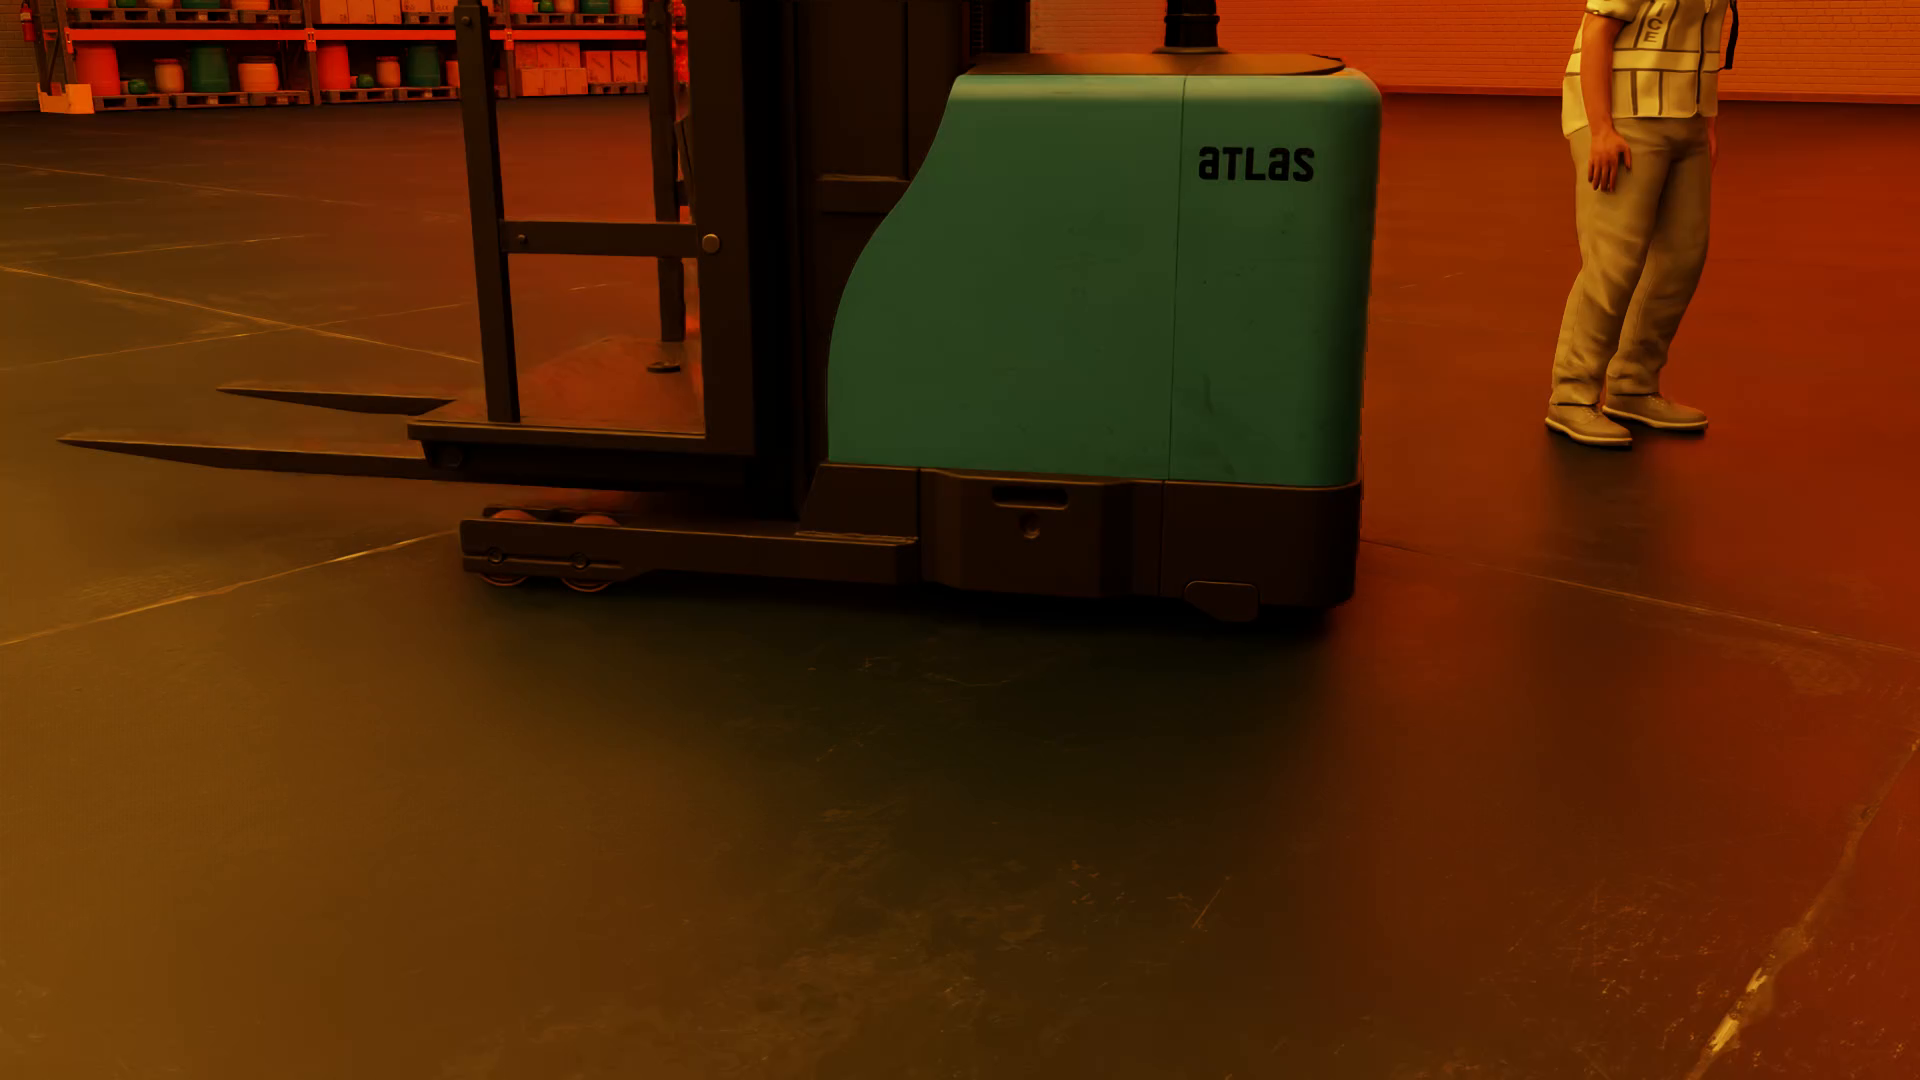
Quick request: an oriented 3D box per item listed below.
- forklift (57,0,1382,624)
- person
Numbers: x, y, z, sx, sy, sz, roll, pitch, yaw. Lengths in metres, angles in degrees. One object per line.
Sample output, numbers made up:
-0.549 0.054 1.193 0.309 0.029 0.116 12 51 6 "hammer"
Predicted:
-0.608 -1.435 3.622 3.031 2.935 1.130 3 17 11 "forklift"
1.999 -1.186 4.838 0.592 1.746 0.439 -11 20 -33 "person"
